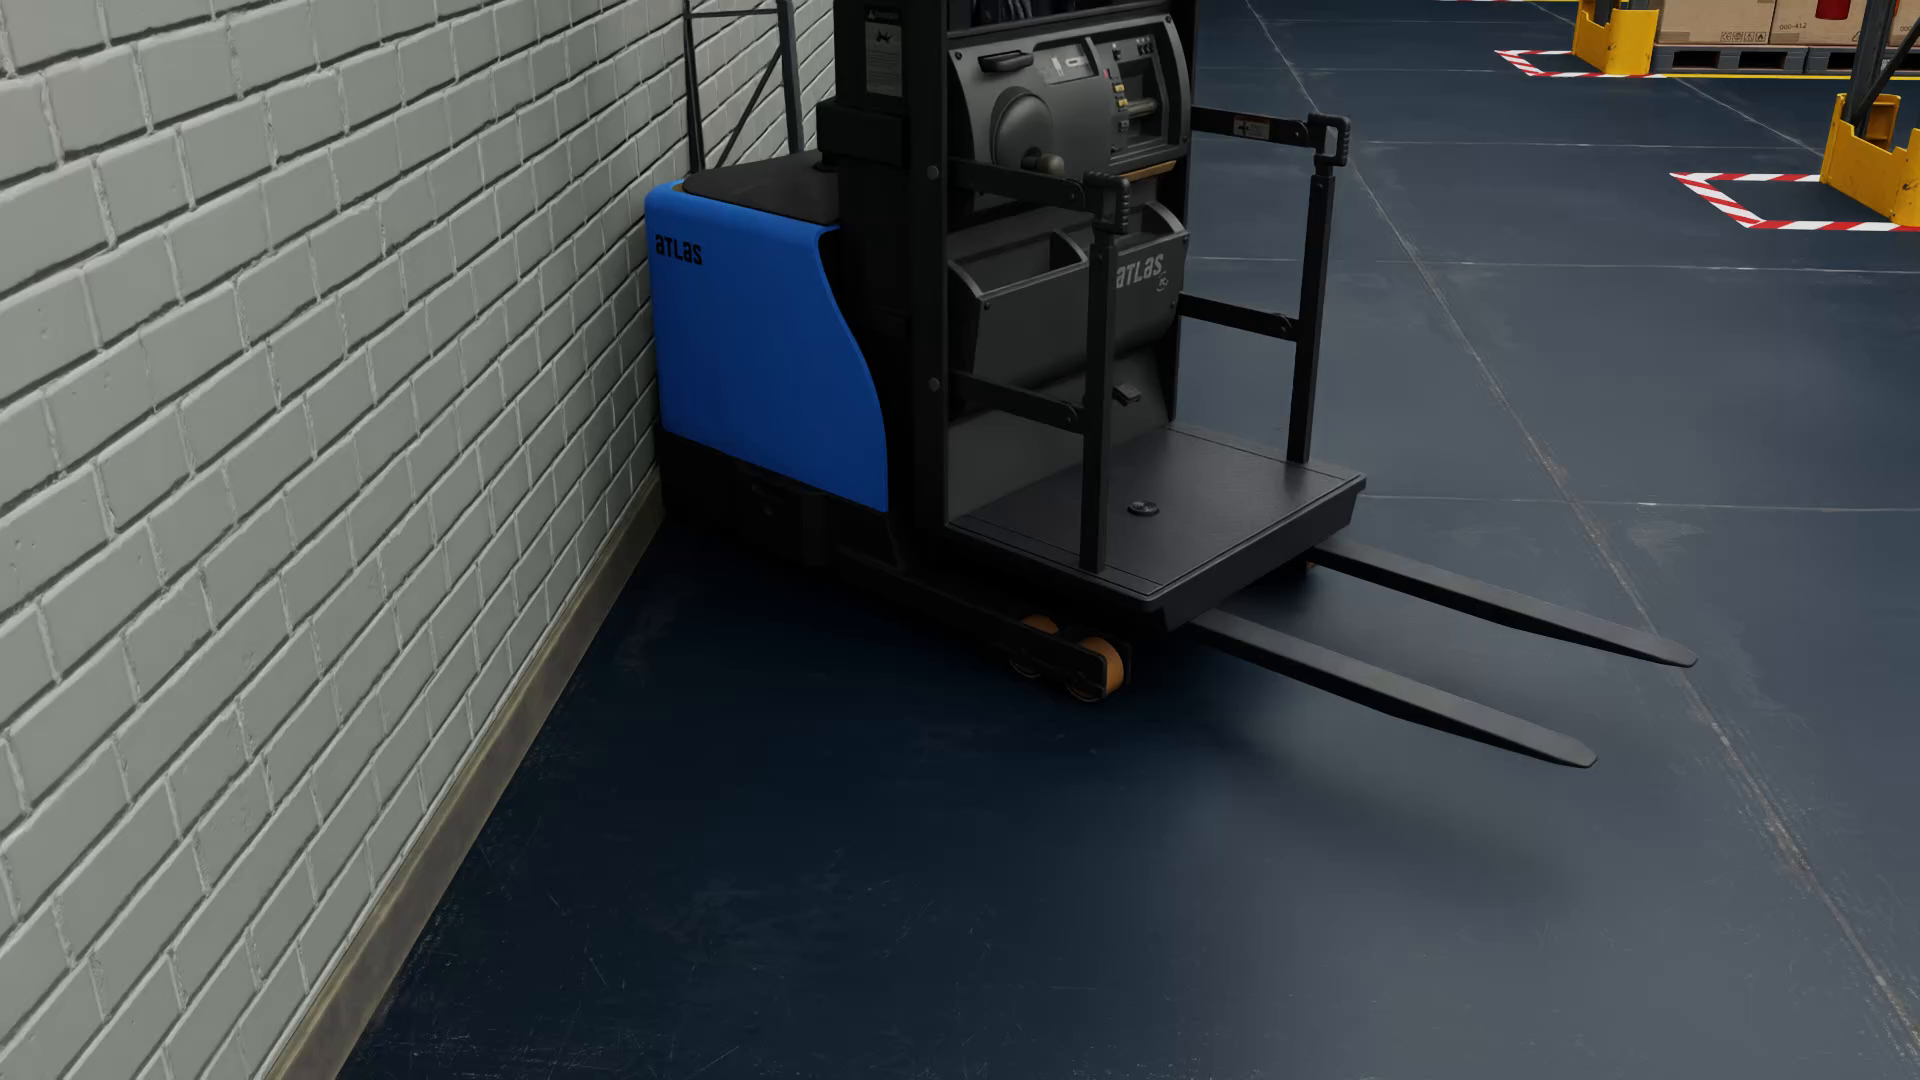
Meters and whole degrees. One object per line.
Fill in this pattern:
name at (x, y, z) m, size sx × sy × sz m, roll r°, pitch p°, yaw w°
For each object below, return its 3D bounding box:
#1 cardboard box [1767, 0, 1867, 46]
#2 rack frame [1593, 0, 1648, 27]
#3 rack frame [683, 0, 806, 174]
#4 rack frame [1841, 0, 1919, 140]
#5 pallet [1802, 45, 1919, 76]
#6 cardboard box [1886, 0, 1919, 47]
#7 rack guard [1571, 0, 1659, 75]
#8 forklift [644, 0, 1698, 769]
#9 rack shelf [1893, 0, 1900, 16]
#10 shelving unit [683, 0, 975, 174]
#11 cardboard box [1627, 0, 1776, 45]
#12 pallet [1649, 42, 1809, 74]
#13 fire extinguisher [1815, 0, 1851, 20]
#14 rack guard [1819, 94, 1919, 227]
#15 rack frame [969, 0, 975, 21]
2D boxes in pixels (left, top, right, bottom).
cardboard box at (7.024, -4.364, 13.709) m, size 0.875 × 0.438 × 0.875 m, roll 2°, pitch 25°, yaw 5°
rack frame at (5.445, -5.343, 13.273) m, size 0.127 × 3.000 × 1.000 m, roll 2°, pitch 25°, yaw 4°
rack frame at (-0.708, -1.114, 5.653) m, size 0.500 × 1.500 × 0.032 m, roll 10°, pitch 22°, yaw 35°
rack frame at (5.167, -3.276, 8.782) m, size 0.127 × 3.000 × 1.000 m, roll 2°, pitch 25°, yaw 4°
pallet at (7.461, -4.043, 13.783) m, size 1.213 × 0.211 × 1.003 m, roll 2°, pitch 25°, yaw 4°
cardboard box at (7.923, -4.335, 13.645) m, size 0.875 × 0.438 × 0.875 m, roll 1°, pitch 25°, yaw 2°
rack guard at (5.421, -4.208, 13.797) m, size 0.348 × 0.500 × 1.175 m, roll 2°, pitch 25°, yaw 4°
forklift at (0.467, -1.157, 4.259) m, size 3.031 × 2.935 × 1.130 m, roll 20°, pitch 32°, yaw 37°
rack shelf at (7.161, -2.886, 8.793) m, size 4.000 × 0.370 × 1.077 m, roll 2°, pitch 25°, yaw 4°
shelving unit at (-0.417, -1.253, 6.035) m, size 0.587 × 1.500 × 1.083 m, roll 10°, pitch 22°, yaw 35°
cardboard box at (6.111, -4.390, 13.765) m, size 0.875 × 0.438 × 0.875 m, roll 1°, pitch 25°, yaw 2°
pallet at (6.248, -4.083, 13.871) m, size 1.213 × 0.211 × 1.003 m, roll 2°, pitch 25°, yaw 4°
fire extinguisher at (4.951, -3.272, 9.312) m, size 0.183 × 0.674 × 0.296 m, roll 2°, pitch 25°, yaw 4°
rack guard at (5.242, -2.138, 9.299) m, size 0.348 × 0.500 × 1.175 m, roll 2°, pitch 25°, yaw 4°
rack frame at (-0.115, -1.396, 6.430) m, size 0.500 × 1.500 × 0.032 m, roll 10°, pitch 22°, yaw 35°
